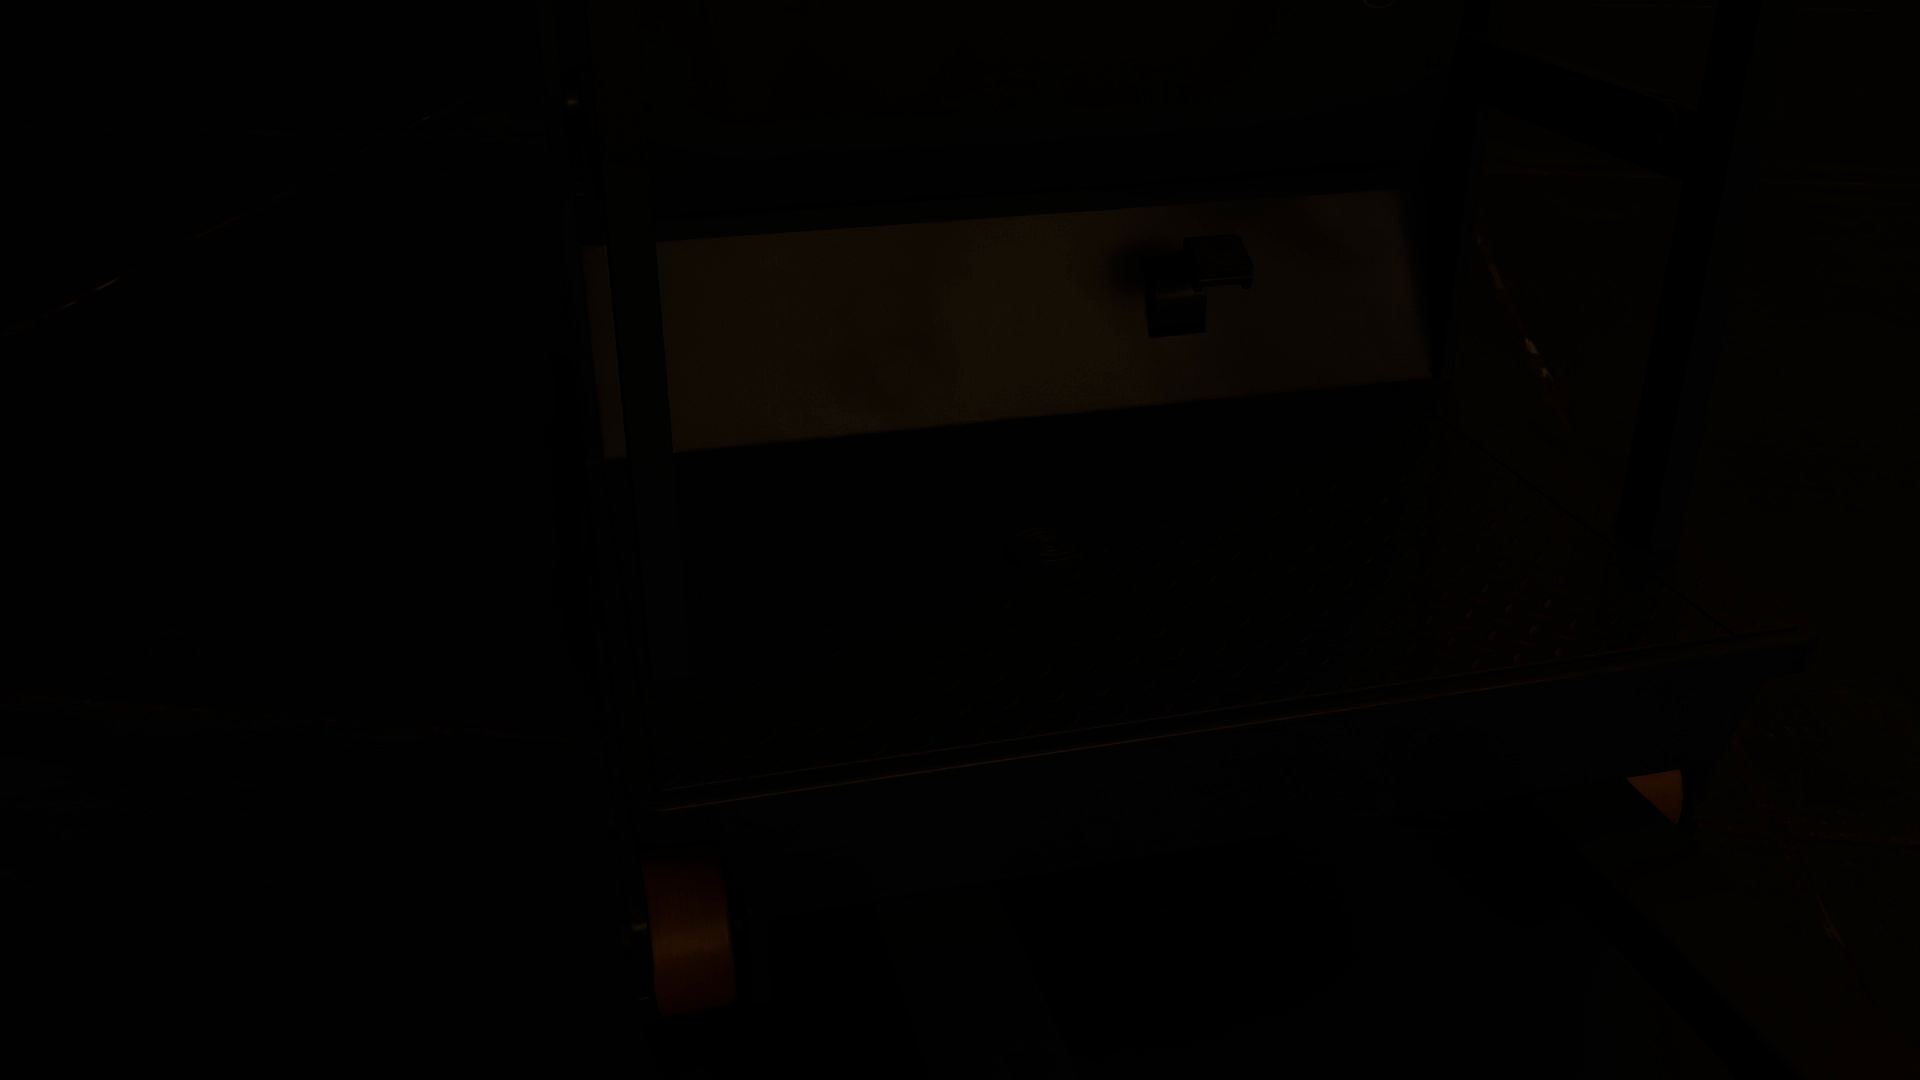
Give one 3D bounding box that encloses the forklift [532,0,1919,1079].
[{"bbox_3d":[0.153,-1.049,1.319,1.130,2.935,3.031,-7,27,-13],"label":"forklift"}]
